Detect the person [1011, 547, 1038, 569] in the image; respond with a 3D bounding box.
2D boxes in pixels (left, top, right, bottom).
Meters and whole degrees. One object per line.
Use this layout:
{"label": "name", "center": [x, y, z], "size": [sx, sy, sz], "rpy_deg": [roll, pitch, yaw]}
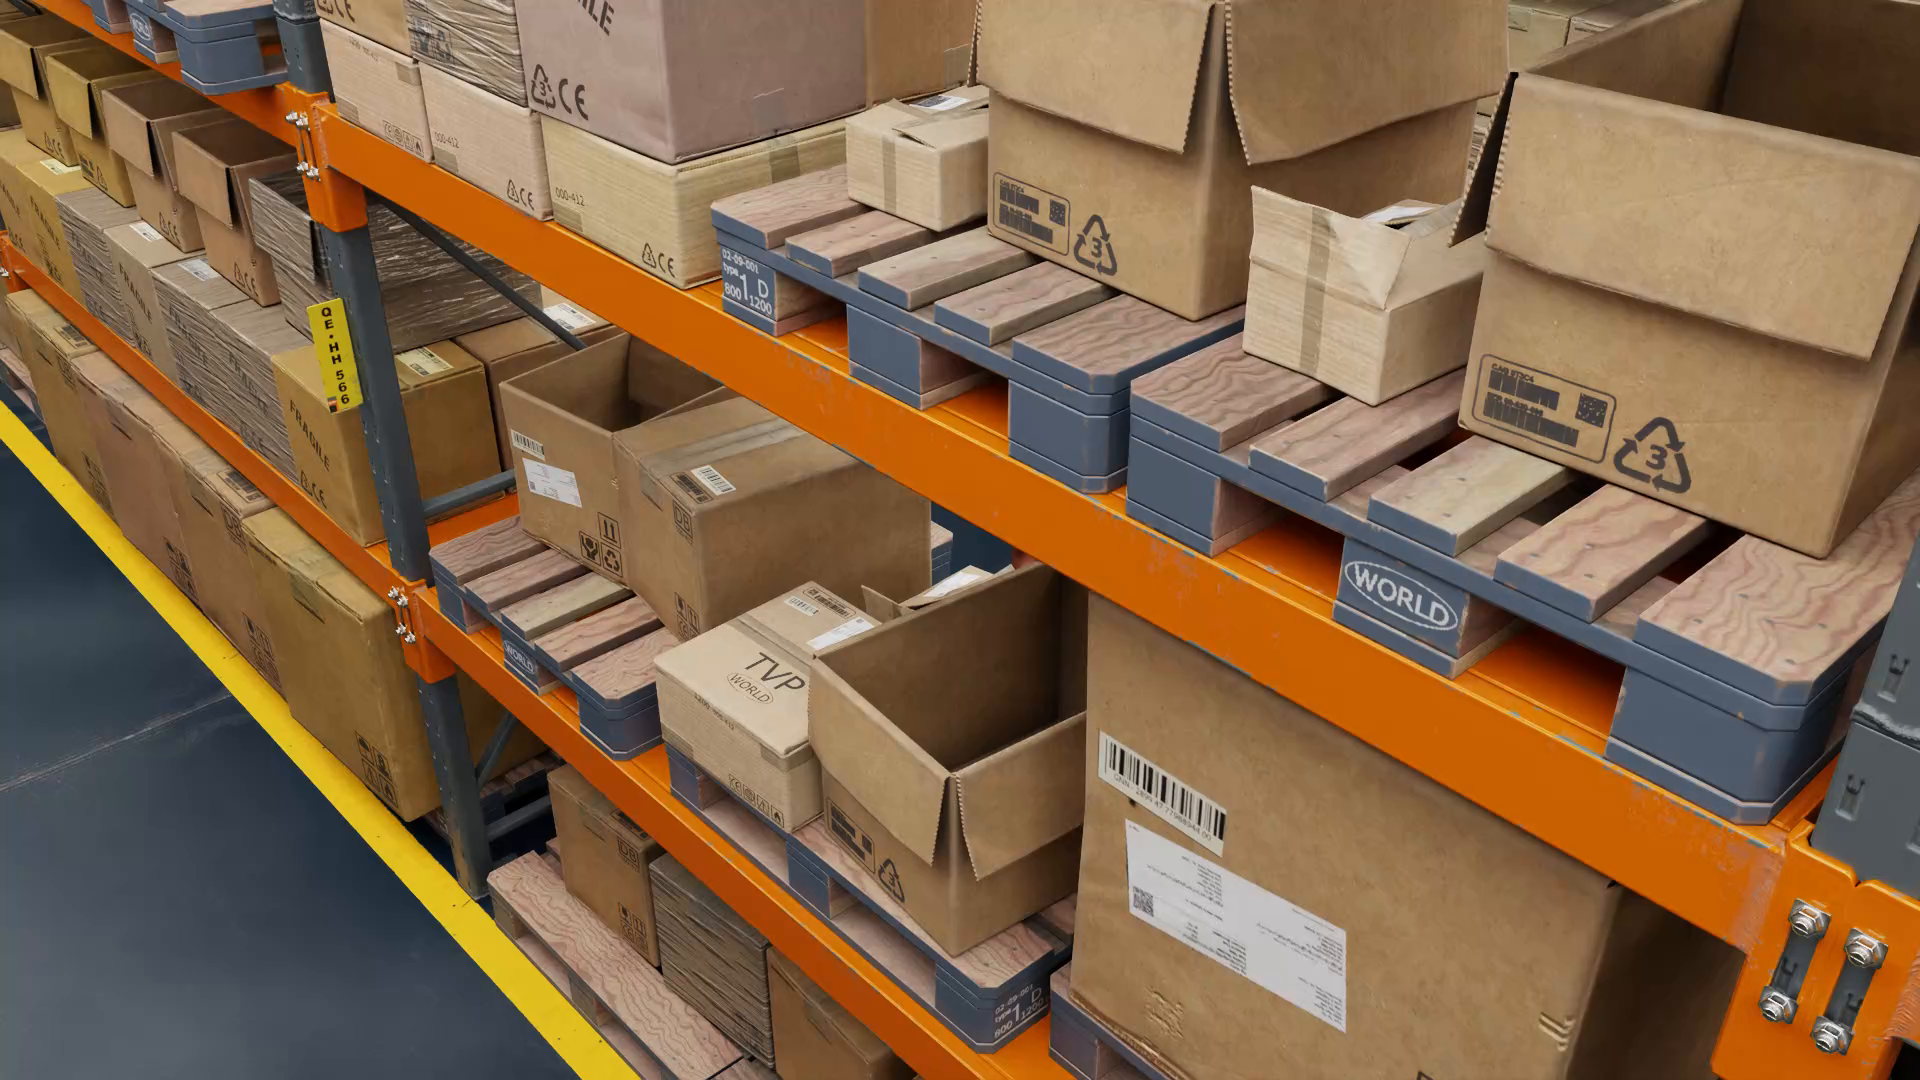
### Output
{"label": "person", "center": [0.419, 0.221, 5.760], "size": [0.450, 1.778, 0.611], "rpy_deg": [27, 41, 37]}
